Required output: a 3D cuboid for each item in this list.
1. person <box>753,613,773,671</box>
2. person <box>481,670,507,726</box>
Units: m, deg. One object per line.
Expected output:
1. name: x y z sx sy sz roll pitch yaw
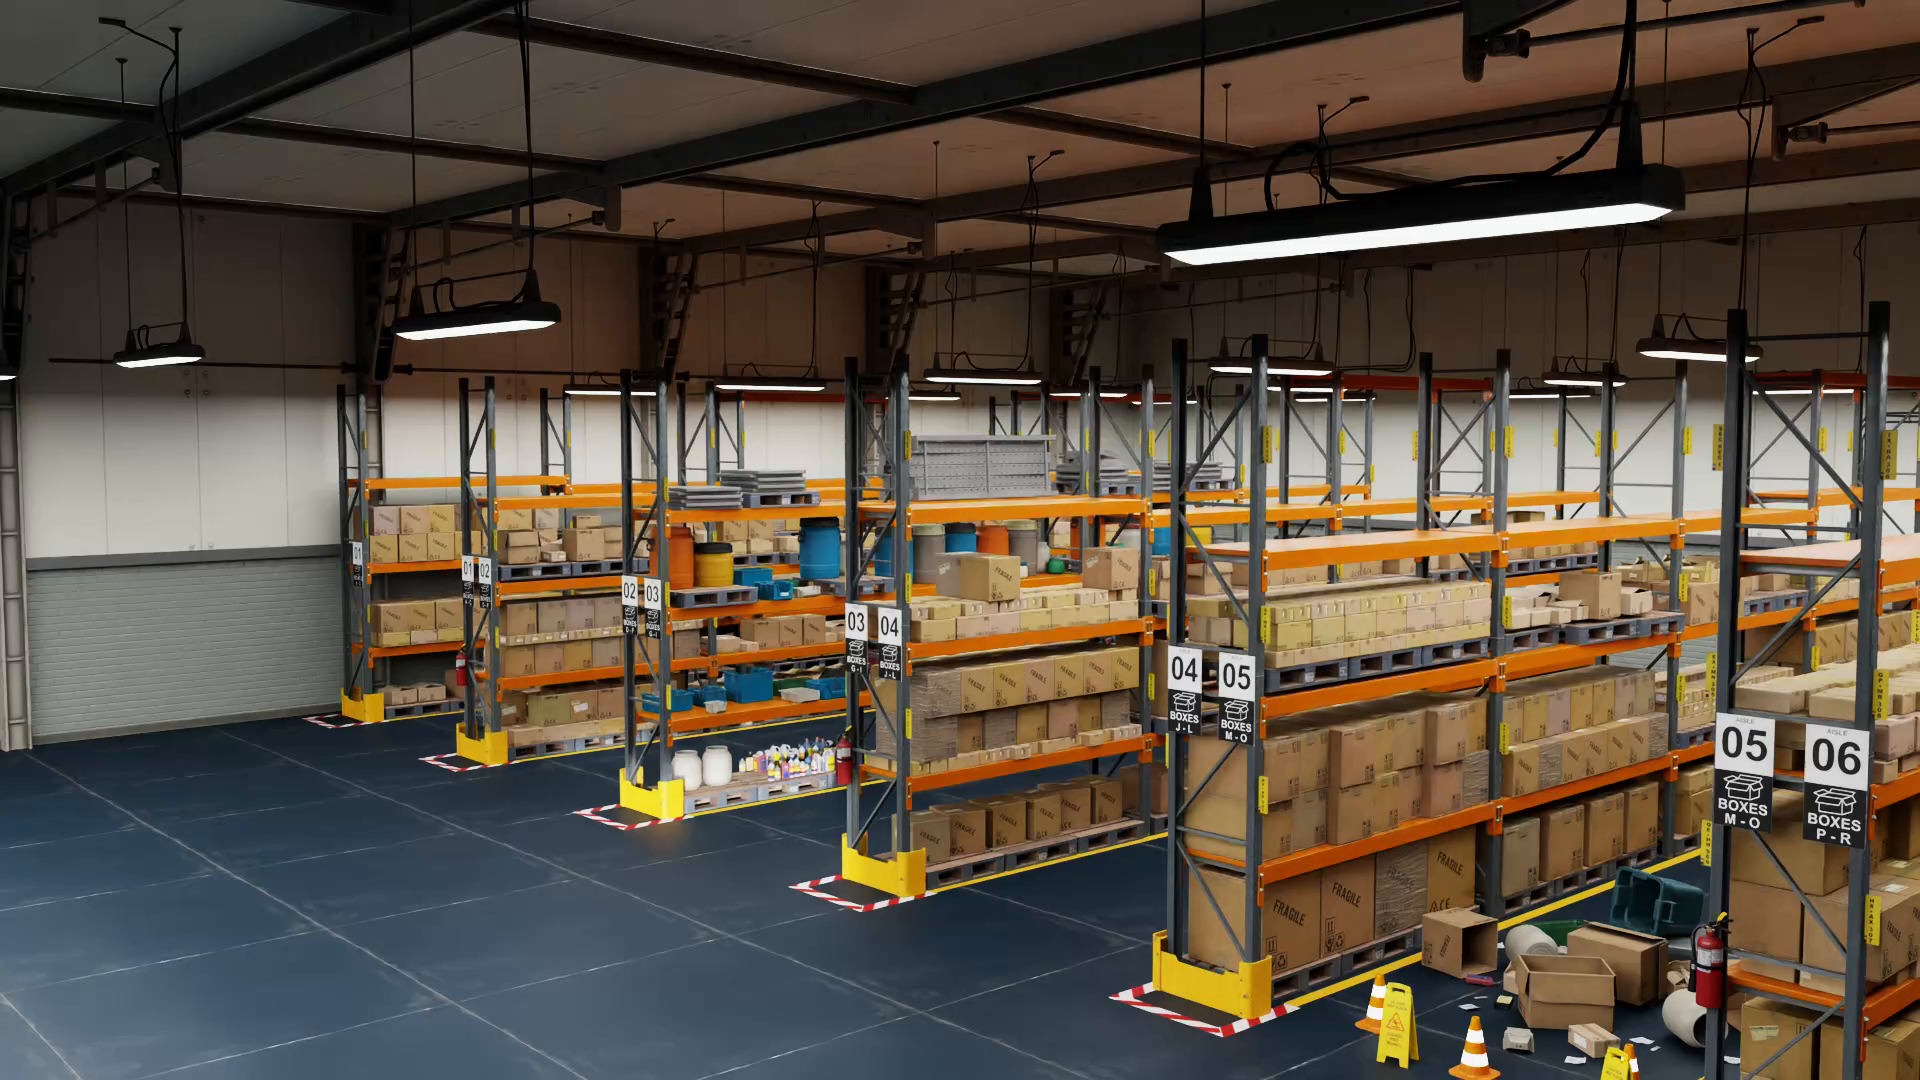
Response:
1. person: -3.939 2.192 32.532 0.471 1.662 0.510 -2 4 -30
2. person: -8.179 2.412 29.087 0.459 1.675 0.509 -2 4 -31
